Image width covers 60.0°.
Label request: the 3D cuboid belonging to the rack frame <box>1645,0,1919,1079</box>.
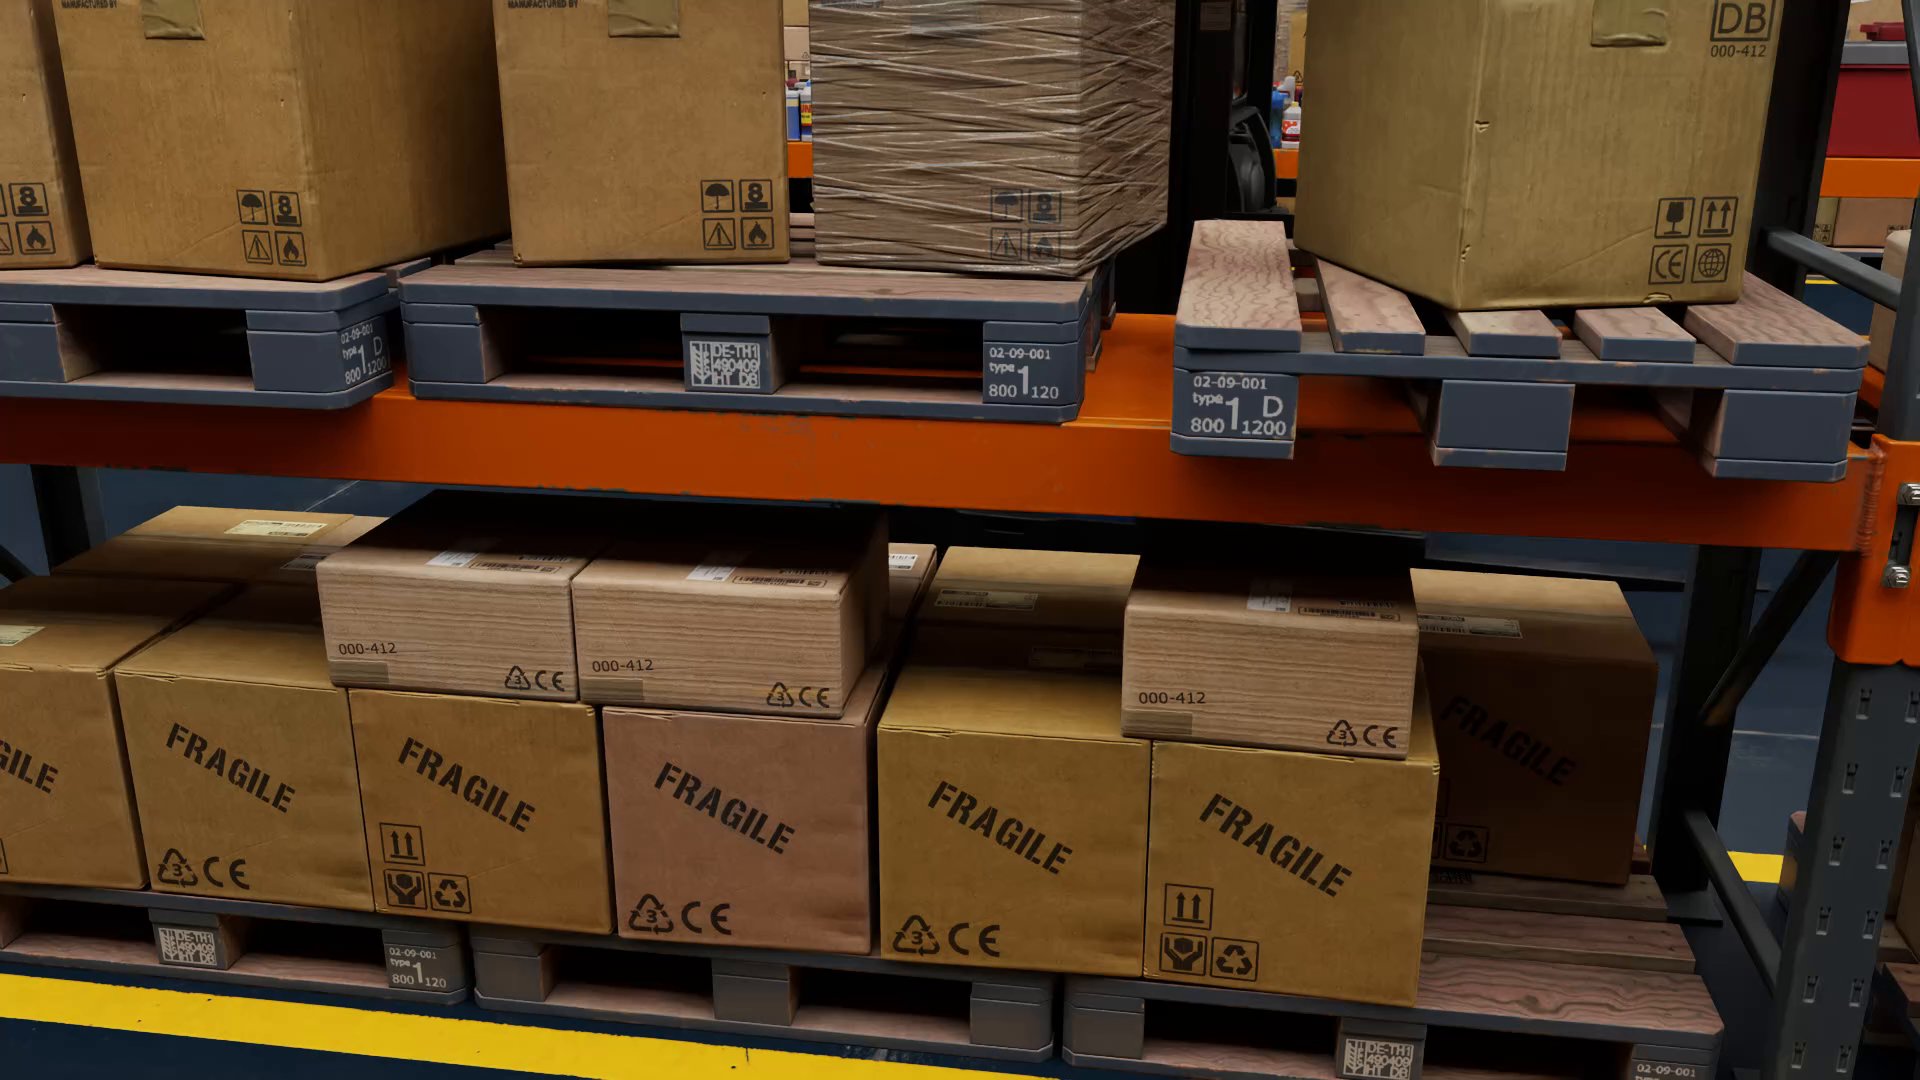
[{"bbox_3d":[1.598,-0.474,2.991,0.127,3.000,1.000,3,19,9],"label":"rack frame"}]

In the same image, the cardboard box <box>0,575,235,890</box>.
[{"bbox_3d":[-1.912,0.403,3.619,0.500,0.500,0.500,2,19,6],"label":"cardboard box"}]

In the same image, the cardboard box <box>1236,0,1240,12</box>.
[{"bbox_3d":[1.811,-4.176,12.317,0.637,0.503,0.797,3,19,10],"label":"cardboard box"}]

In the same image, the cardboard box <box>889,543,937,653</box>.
[{"bbox_3d":[-0.334,0.315,3.881,0.500,0.500,0.500,2,19,7],"label":"cardboard box"}]

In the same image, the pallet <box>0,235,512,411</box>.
[{"bbox_3d":[-1.580,-0.509,3.401,1.213,0.211,1.003,3,19,9],"label":"pallet"}]

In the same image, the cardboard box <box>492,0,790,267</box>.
[{"bbox_3d":[-0.597,-0.852,3.303,0.500,0.500,0.700,-2,19,-5],"label":"cardboard box"}]

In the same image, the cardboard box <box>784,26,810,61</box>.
[{"bbox_3d":[-1.254,-3.788,12.665,0.500,0.250,0.500,3,19,8],"label":"cardboard box"}]

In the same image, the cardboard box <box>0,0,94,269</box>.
[{"bbox_3d":[-1.919,-0.828,3.230,0.500,0.500,0.700,-3,19,-10],"label":"cardboard box"}]

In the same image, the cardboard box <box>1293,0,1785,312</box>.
[{"bbox_3d":[0.958,-0.717,2.898,0.500,0.500,0.700,-3,19,-10],"label":"cardboard box"}]

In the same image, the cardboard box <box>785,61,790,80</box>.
[{"bbox_3d":[-1.384,-3.585,12.685,0.250,0.149,0.380,3,19,10],"label":"cardboard box"}]

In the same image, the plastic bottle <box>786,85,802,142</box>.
[{"bbox_3d":[-0.804,-2.007,7.769,0.135,0.276,0.152,3,19,9],"label":"plastic bottle"}]

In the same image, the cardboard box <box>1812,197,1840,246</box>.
[{"bbox_3d":[6.052,-2.466,12.193,0.500,0.500,0.700,3,19,8],"label":"cardboard box"}]

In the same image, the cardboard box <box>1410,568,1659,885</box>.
[{"bbox_3d":[1.194,0.391,3.654,0.500,0.500,0.500,4,19,11],"label":"cardboard box"}]

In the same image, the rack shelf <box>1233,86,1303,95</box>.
[{"bbox_3d":[1.198,-3.336,12.681,4.000,0.370,1.077,3,19,9],"label":"rack shelf"}]

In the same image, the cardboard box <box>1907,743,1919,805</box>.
[{"bbox_3d":[2.154,0.314,3.424,0.500,0.311,0.500,3,19,10],"label":"cardboard box"}]

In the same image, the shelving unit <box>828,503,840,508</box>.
[{"bbox_3d":[-0.374,-0.607,6.226,0.189,1.200,0.258,5,19,16],"label":"shelving unit"}]

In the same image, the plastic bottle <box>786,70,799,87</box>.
[{"bbox_3d":[-0.886,-2.255,8.500,0.133,0.283,0.061,3,19,9],"label":"plastic bottle"}]

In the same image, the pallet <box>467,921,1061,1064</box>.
[{"bbox_3d":[-0.334,0.737,3.767,1.213,0.211,1.003,3,19,9],"label":"pallet"}]

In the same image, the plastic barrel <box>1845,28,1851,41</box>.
[{"bbox_3d":[3.853,-2.072,7.593,0.421,0.512,0.421,0,18,0],"label":"plastic barrel"}]

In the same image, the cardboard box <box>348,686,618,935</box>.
[{"bbox_3d":[-0.892,0.453,3.467,0.500,0.500,0.500,3,19,9],"label":"cardboard box"}]

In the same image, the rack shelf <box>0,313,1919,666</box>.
[{"bbox_3d":[-0.377,-0.233,3.406,4.000,0.370,1.077,3,19,9],"label":"rack shelf"}]

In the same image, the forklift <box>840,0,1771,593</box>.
[{"bbox_3d":[1.155,-1.264,5.461,3.031,2.935,1.130,5,19,16],"label":"forklift"}]

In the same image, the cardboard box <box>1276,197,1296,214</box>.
[{"bbox_3d":[2.495,-2.810,12.660,0.875,0.875,1.225,2,19,6],"label":"cardboard box"}]

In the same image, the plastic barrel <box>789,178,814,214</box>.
[{"bbox_3d":[-1.028,-1.398,8.399,0.708,0.901,0.600,3,19,9],"label":"plastic barrel"}]

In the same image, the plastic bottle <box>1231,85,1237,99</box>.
[{"bbox_3d":[1.197,-1.894,7.438,0.097,0.271,0.097,0,18,0],"label":"plastic bottle"}]

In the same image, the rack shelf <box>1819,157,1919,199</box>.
[{"bbox_3d":[4.362,-1.583,7.442,4.000,0.370,1.077,3,19,9],"label":"rack shelf"}]

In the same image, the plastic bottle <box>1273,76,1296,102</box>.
[{"bbox_3d":[1.555,-2.113,8.086,0.135,0.276,0.152,3,19,9],"label":"plastic bottle"}]

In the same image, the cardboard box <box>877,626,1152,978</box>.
[{"bbox_3d":[0.126,0.503,3.317,0.500,0.500,0.500,2,19,7],"label":"cardboard box"}]

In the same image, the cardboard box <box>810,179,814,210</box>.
[{"bbox_3d":[-1.415,-3.028,13.313,0.875,0.875,0.875,3,19,9],"label":"cardboard box"}]

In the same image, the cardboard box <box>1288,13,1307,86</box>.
[{"bbox_3d":[2.646,-3.572,12.093,0.500,0.500,0.500,4,19,10],"label":"cardboard box"}]

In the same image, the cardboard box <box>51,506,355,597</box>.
[{"bbox_3d":[-1.819,0.237,4.114,0.500,0.500,0.500,3,19,8],"label":"cardboard box"}]

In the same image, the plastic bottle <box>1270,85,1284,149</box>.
[{"bbox_3d":[1.389,-1.884,7.409,0.097,0.271,0.097,0,18,0],"label":"plastic bottle"}]

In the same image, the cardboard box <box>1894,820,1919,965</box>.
[{"bbox_3d":[2.068,0.750,3.007,0.500,0.250,0.500,3,19,8],"label":"cardboard box"}]

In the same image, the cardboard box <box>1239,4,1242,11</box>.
[{"bbox_3d":[2.728,-5.267,16.583,0.250,0.149,0.380,3,19,9],"label":"cardboard box"}]

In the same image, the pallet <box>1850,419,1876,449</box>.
[{"bbox_3d":[4.347,-0.590,7.733,1.213,0.211,1.003,3,19,9],"label":"pallet"}]

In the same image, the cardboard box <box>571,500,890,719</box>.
[{"bbox_3d":[-0.430,0.122,3.275,0.500,0.250,0.500,3,19,8],"label":"cardboard box"}]

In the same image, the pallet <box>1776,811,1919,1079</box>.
[{"bbox_3d":[2.405,0.902,3.273,1.213,0.211,1.003,3,19,9],"label":"pallet"}]

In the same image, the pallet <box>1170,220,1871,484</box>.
[{"bbox_3d":[0.918,-0.395,3.058,1.003,0.211,1.213,3,19,9],"label":"pallet"}]
